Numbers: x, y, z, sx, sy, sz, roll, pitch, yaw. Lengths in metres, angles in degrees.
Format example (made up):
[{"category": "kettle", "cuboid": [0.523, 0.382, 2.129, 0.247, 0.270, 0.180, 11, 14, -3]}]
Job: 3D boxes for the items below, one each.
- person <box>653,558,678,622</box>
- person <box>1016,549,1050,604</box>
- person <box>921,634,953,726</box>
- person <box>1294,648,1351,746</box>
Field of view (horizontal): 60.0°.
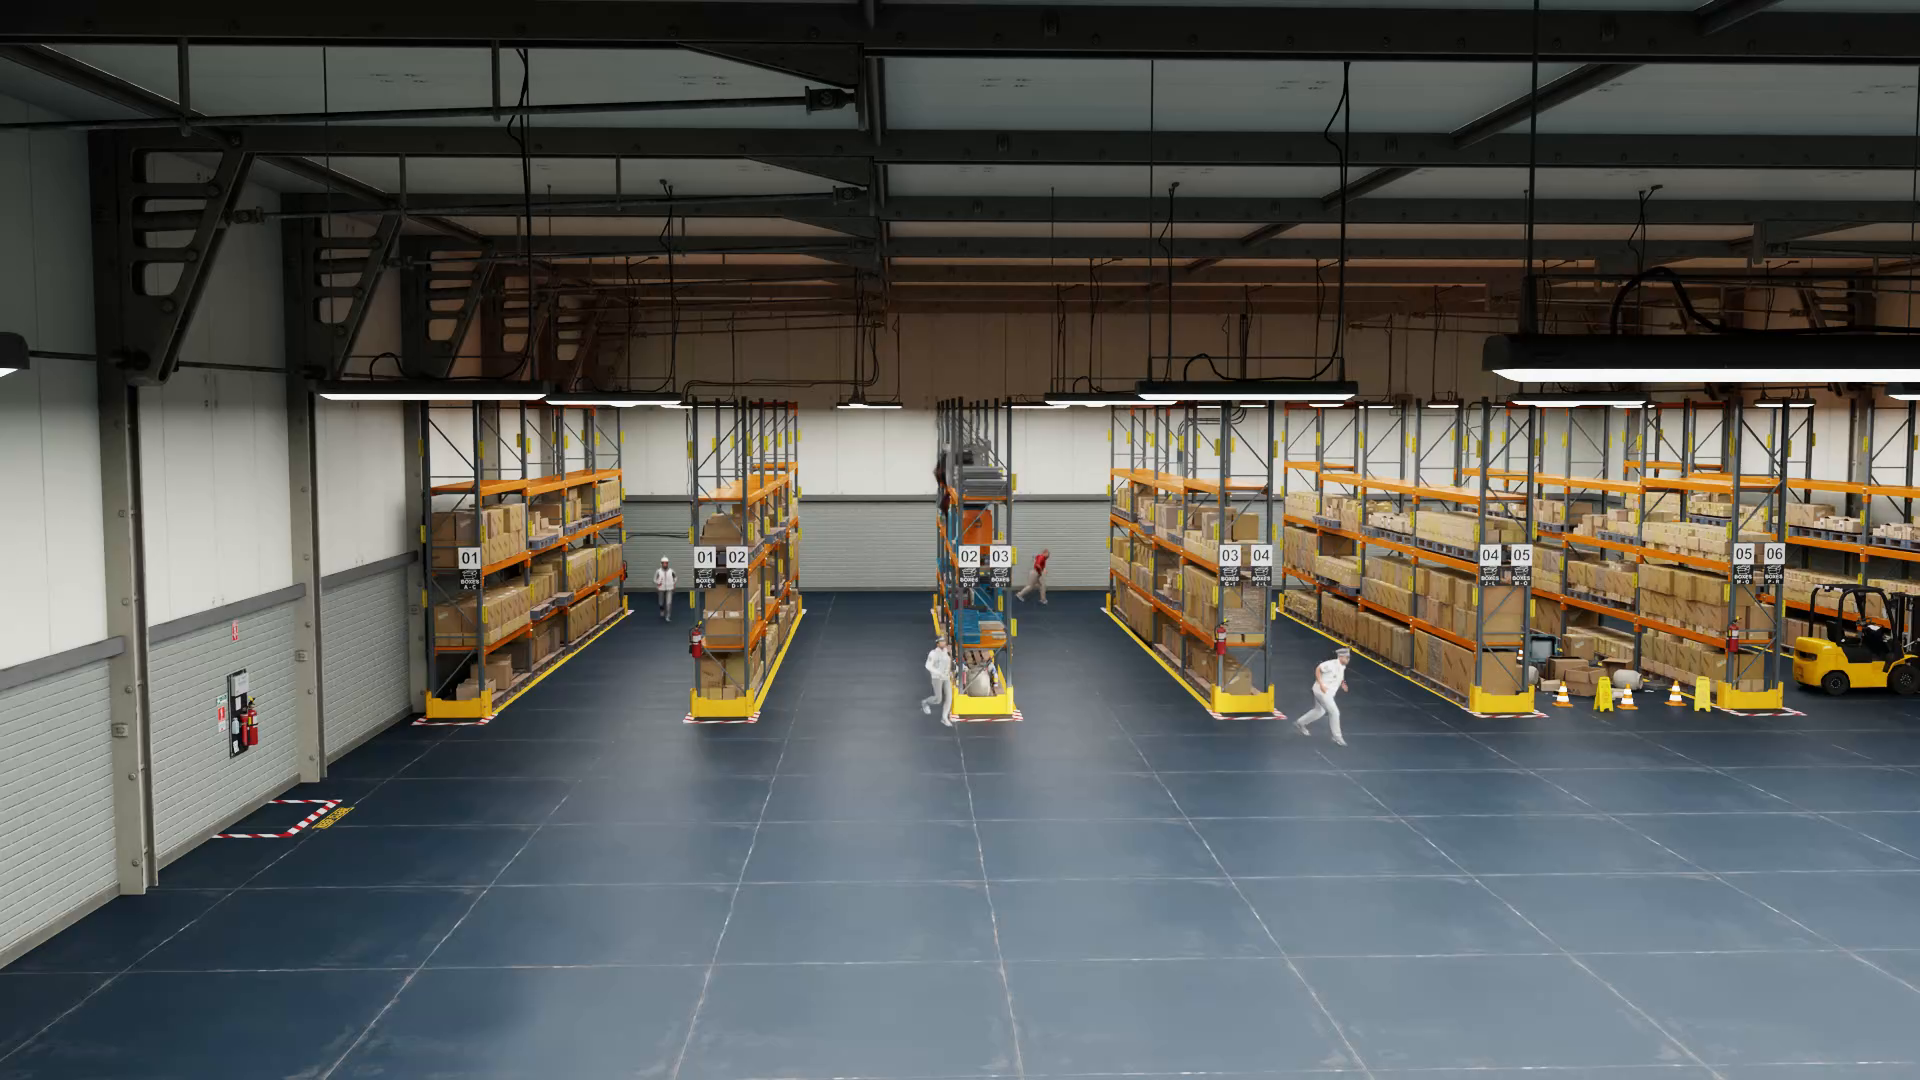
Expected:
[{"category": "person", "cuboid": [-8.040, 1.349, 45.455, 0.668, 1.732, 0.760, -1, 4, -11]}, {"category": "person", "cuboid": [2.180, 1.107, 49.492, 1.019, 1.694, 0.702, 0, 4, 2]}, {"category": "person", "cuboid": [-0.389, 2.552, 30.562, 0.627, 1.696, 0.762, -4, 6, -41]}, {"category": "person", "cuboid": [6.257, 2.697, 28.771, 1.017, 1.720, 0.705, 3, 6, 37]}]
